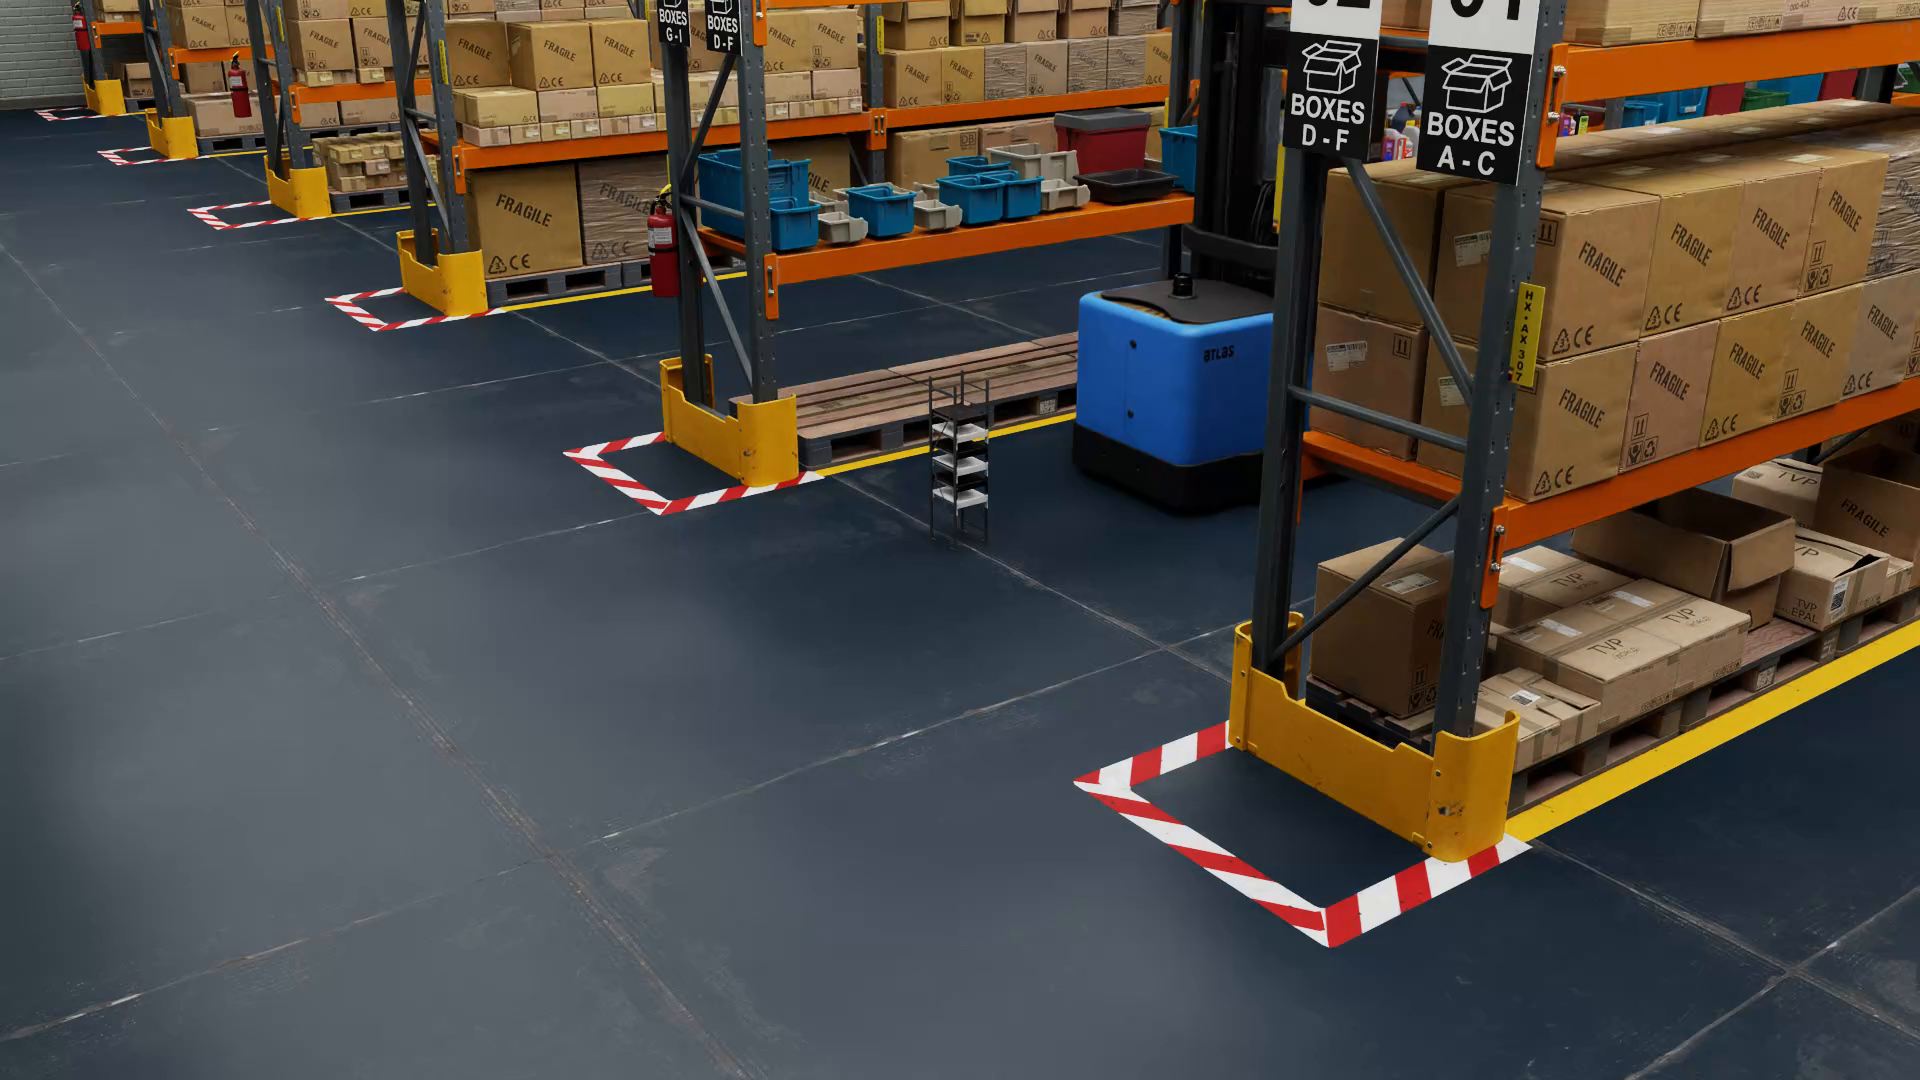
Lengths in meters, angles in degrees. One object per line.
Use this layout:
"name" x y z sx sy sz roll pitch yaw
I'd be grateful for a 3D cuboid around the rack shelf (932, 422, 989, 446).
"rack shelf" -0.007 -0.552 8.671 0.200 0.077 0.258 -15 26 -33

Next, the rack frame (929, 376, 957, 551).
"rack frame" -0.089 -0.394 8.670 0.006 0.900 0.240 -15 26 -33

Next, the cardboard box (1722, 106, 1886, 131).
"cardboard box" 3.776 -1.666 7.539 0.500 0.500 0.500 -16 27 -34

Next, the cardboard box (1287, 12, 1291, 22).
"cardboard box" 4.099 -5.837 18.770 0.637 0.503 0.797 -12 25 -27

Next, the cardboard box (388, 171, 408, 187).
"cardboard box" -6.129 -3.939 17.999 0.250 0.149 0.380 -15 26 -32

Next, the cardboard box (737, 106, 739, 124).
"cardboard box" -1.933 -3.761 14.613 0.250 0.149 0.380 -14 26 -32

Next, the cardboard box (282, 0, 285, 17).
"cardboard box" -6.877 -5.736 17.339 0.500 0.500 0.500 -16 27 -34

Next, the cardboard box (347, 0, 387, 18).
"cardboard box" -6.178 -5.691 17.225 0.500 0.500 0.500 -14 26 -31

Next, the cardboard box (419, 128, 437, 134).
"cardboard box" -6.015 -4.495 18.590 0.250 0.149 0.380 -14 26 -31

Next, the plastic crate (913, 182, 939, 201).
"plastic crate" -0.155 -2.241 10.741 0.250 0.136 0.298 -15 26 -33

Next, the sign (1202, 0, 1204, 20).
"sign" 2.532 -5.502 17.076 0.005 0.325 0.100 -15 26 -33

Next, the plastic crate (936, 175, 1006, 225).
"plastic crate" 0.066 -2.099 10.254 0.300 0.233 0.416 -15 26 -33

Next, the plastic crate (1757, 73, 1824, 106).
"plastic crate" 7.631 -4.167 15.313 0.575 0.384 0.392 -15 26 -33

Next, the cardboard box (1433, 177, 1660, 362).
"cardboard box" 2.008 -0.946 5.735 0.500 0.500 0.500 -14 26 -31

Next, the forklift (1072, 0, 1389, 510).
"forklift" 2.178 -1.930 9.778 3.031 2.935 1.130 -14 26 -31

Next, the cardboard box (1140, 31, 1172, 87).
"cardboard box" 1.950 -4.996 17.234 0.500 0.500 0.500 -14 26 -31

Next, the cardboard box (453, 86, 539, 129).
"cardboard box" -3.741 -3.491 13.397 0.500 0.250 0.500 -16 27 -34

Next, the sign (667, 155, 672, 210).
"sign" -1.730 -2.147 10.009 0.005 0.325 0.100 -15 26 -33

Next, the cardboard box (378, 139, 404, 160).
"cardboard box" -6.047 -4.184 17.811 0.250 0.149 0.380 -15 26 -33

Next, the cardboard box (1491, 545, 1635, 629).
"cardboard box" 2.580 0.266 7.299 0.500 0.250 0.500 -15 26 -33

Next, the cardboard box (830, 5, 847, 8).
"cardboard box" -1.571 -6.536 20.198 0.250 0.149 0.380 -15 26 -33

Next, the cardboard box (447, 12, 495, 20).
"cardboard box" -5.343 -5.450 17.971 0.500 0.500 0.500 -16 27 -34

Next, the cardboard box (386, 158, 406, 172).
"cardboard box" -6.126 -4.081 17.954 0.250 0.149 0.380 -15 26 -32

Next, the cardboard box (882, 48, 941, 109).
"cardboard box" -0.522 -4.336 15.580 0.500 0.500 0.500 -15 26 -33

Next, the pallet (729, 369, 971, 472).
"pallet" -0.704 -0.781 10.569 1.213 0.211 1.003 -15 26 -33

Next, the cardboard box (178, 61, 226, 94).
"cardboard box" -11.710 -7.184 25.660 0.500 0.500 0.700 -14 26 -31

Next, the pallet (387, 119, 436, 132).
"pallet" -7.492 -5.810 23.172 1.213 0.211 1.003 -15 26 -33

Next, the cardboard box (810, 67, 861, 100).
"cardboard box" -1.247 -4.159 15.073 0.500 0.250 0.500 -15 26 -34

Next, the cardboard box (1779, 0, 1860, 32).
"cardboard box" 2.878 -1.990 5.990 0.500 0.250 0.500 -15 26 -33

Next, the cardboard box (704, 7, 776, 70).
"cardboard box" -1.984 -4.551 15.043 0.500 0.500 0.500 -15 26 -33

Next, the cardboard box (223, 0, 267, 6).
"cardboard box" -9.105 -7.024 20.967 0.500 0.500 0.500 -16 27 -34

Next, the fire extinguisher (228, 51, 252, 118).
"fire extinguisher" -7.577 -4.789 17.457 0.183 0.674 0.296 -15 26 -33

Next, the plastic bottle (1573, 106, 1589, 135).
"plastic bottle" 5.019 -3.371 13.454 0.133 0.283 0.061 -15 26 -33

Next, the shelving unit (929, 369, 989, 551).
"shelving unit" -0.007 -0.416 8.725 0.210 0.900 0.258 -15 26 -33

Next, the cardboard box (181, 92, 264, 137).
"cardboard box" -9.599 -5.559 21.670 0.875 0.438 0.875 -16 27 -35

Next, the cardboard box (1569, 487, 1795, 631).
"cardboard box" 3.219 0.079 7.425 0.637 0.503 0.797 -15 26 -33

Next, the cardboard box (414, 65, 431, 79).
"cardboard box" -5.852 -5.027 17.785 0.250 0.149 0.380 -15 26 -33

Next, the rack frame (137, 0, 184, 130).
"rack frame" -10.076 -6.381 20.839 0.127 3.000 1.000 -15 26 -33

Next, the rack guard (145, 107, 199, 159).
"rack guard" -10.096 -5.215 21.290 0.348 0.500 1.175 -15 26 -33

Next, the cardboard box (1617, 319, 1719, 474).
"cardboard box" 2.424 -0.595 6.204 0.500 0.500 0.500 -15 26 -33

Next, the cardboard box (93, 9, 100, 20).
"cardboard box" -12.866 -7.909 25.008 0.250 0.149 0.380 -15 26 -33

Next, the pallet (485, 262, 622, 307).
"pallet" -3.685 -2.301 14.377 1.213 0.211 1.003 -15 26 -33

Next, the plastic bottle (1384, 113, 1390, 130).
"plastic bottle" 3.300 -3.288 13.155 0.185 0.351 0.144 -15 26 -33

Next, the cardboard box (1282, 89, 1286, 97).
"cardboard box" 4.660 -7.227 25.261 0.875 0.875 0.875 -15 26 -34

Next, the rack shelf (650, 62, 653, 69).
"rack shelf" -2.233 -5.878 20.550 4.000 0.370 1.077 -15 26 -33

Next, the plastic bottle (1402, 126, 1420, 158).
"plastic bottle" 3.389 -2.954 12.418 0.135 0.276 0.152 -15 26 -33

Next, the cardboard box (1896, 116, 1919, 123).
"cardboard box" 4.482 -1.608 7.394 0.500 0.500 0.500 -15 26 -33

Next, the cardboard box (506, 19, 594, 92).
"cardboard box" -3.335 -3.947 13.530 0.500 0.500 0.500 -16 27 -34

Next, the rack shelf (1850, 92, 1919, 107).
"rack shelf" 9.968 -4.605 17.361 4.000 0.370 1.077 -15 26 -33

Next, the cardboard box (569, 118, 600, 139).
"cardboard box" -3.182 -3.429 13.780 0.250 0.149 0.380 -15 26 -34

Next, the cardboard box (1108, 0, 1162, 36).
"cardboard box" 1.602 -5.490 17.119 0.637 0.503 0.797 -14 26 -31

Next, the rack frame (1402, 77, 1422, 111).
"rack frame" 5.452 -5.997 19.877 0.127 3.000 1.000 -15 26 -33

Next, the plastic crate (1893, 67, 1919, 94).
"plastic crate" 9.612 -4.617 16.706 0.662 0.188 0.450 -15 26 -33
